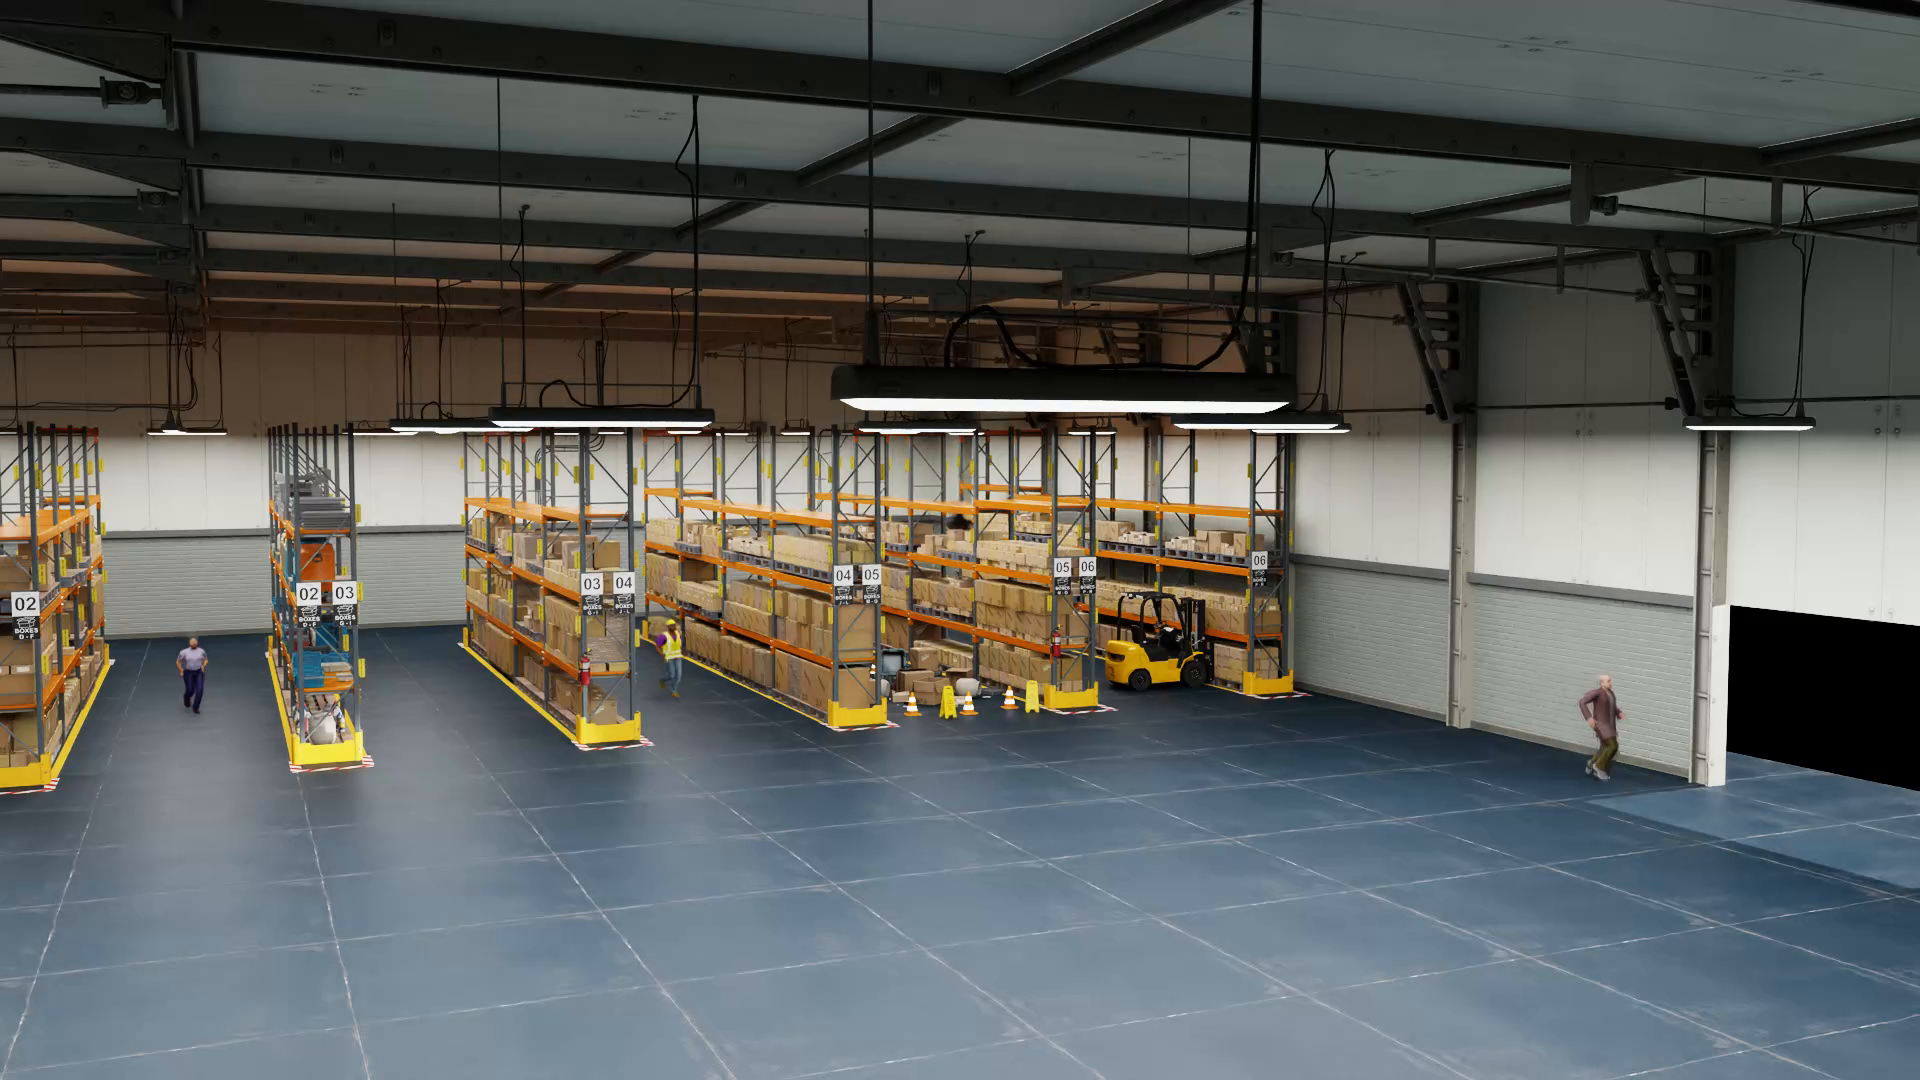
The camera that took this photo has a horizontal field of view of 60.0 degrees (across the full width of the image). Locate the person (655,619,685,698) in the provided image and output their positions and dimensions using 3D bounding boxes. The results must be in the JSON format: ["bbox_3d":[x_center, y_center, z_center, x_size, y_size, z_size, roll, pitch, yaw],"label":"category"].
[{"bbox_3d":[-6.397,2.615,36.855,0.701,1.724,0.661,-3,5,-40],"label":"person"}]

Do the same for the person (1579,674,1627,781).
[{"bbox_3d":[10.816,3.157,27.902,0.733,1.805,0.679,-3,4,-38],"label":"person"}]

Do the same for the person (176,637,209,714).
[{"bbox_3d":[-15.922,2.817,34.572,0.608,1.602,0.498,-3,4,-36],"label":"person"}]
